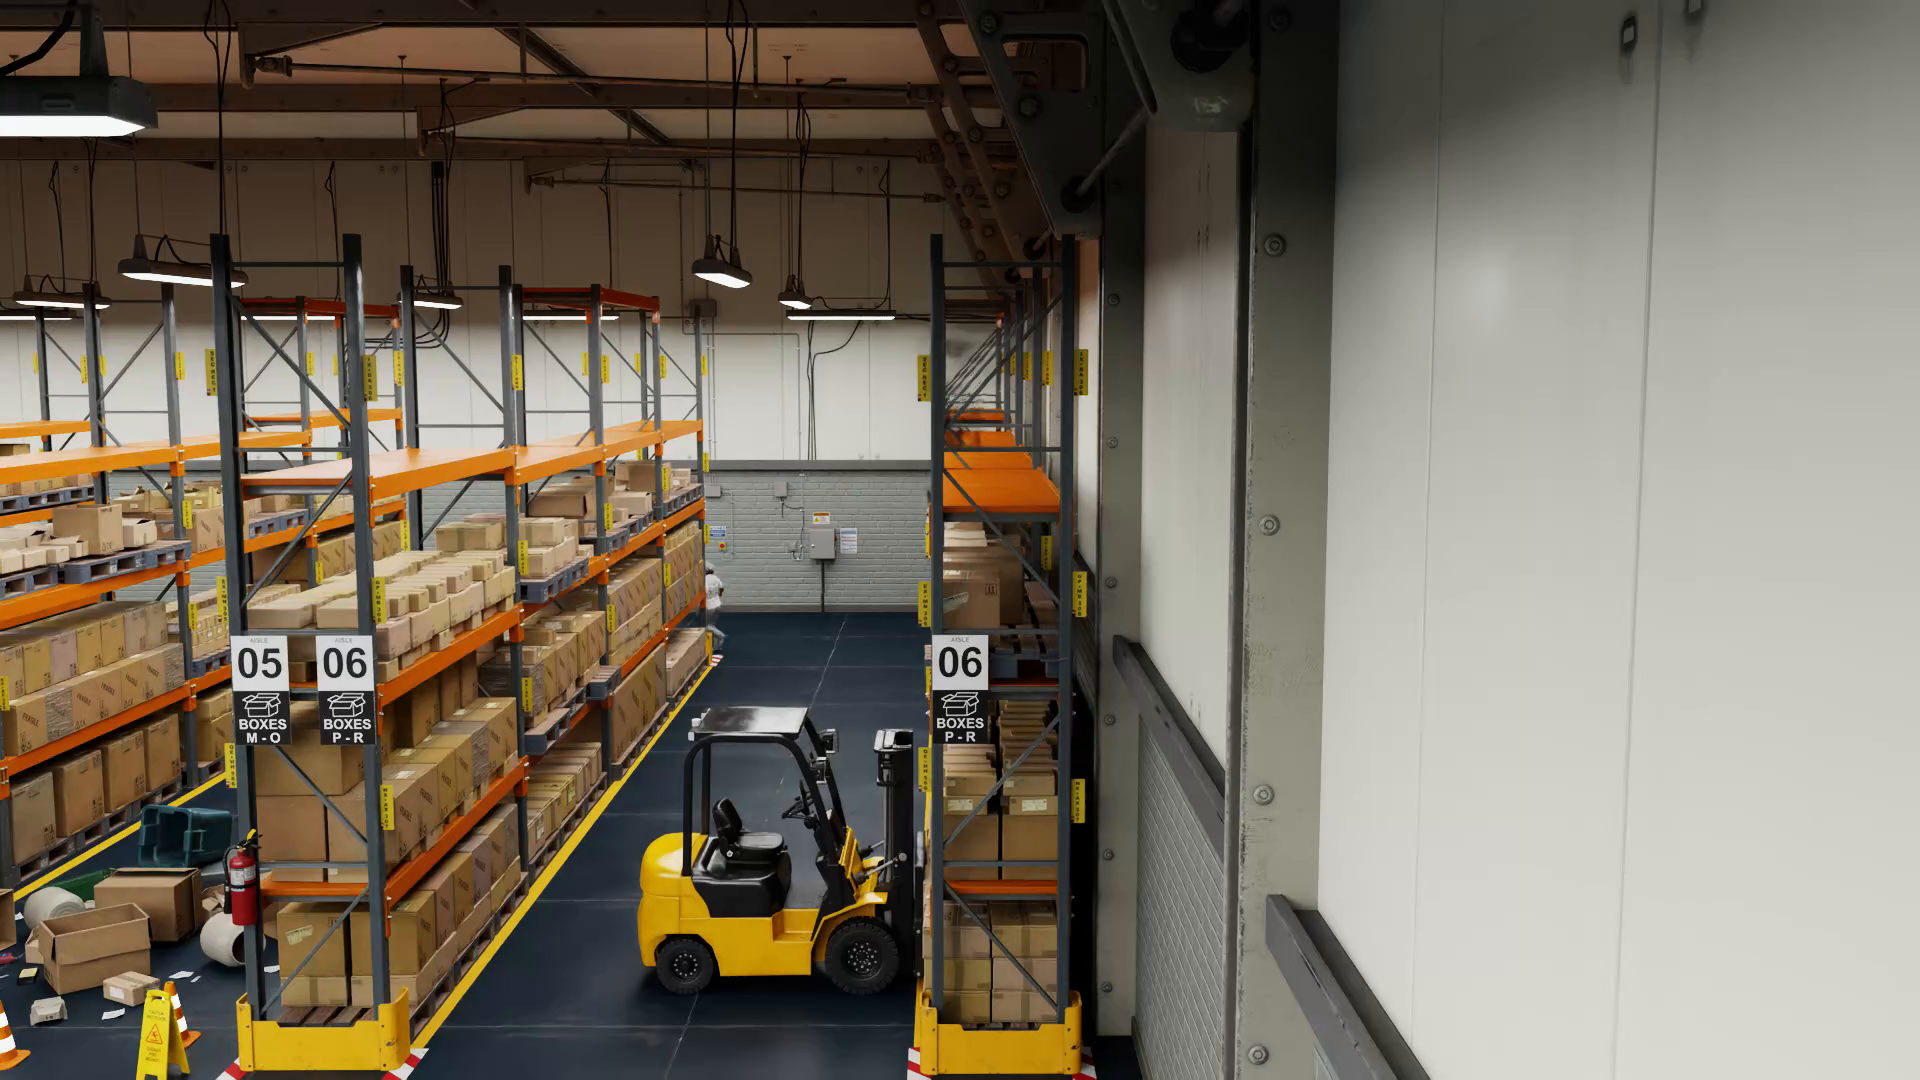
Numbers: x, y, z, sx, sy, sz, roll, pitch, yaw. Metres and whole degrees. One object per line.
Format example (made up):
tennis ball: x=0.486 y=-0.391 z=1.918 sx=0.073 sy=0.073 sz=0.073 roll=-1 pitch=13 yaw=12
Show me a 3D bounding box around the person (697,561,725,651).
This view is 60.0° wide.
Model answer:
person: x=-4.341 y=1.164 z=29.053 sx=0.490 sy=1.639 sz=0.524 roll=4 pitch=7 yaw=30
